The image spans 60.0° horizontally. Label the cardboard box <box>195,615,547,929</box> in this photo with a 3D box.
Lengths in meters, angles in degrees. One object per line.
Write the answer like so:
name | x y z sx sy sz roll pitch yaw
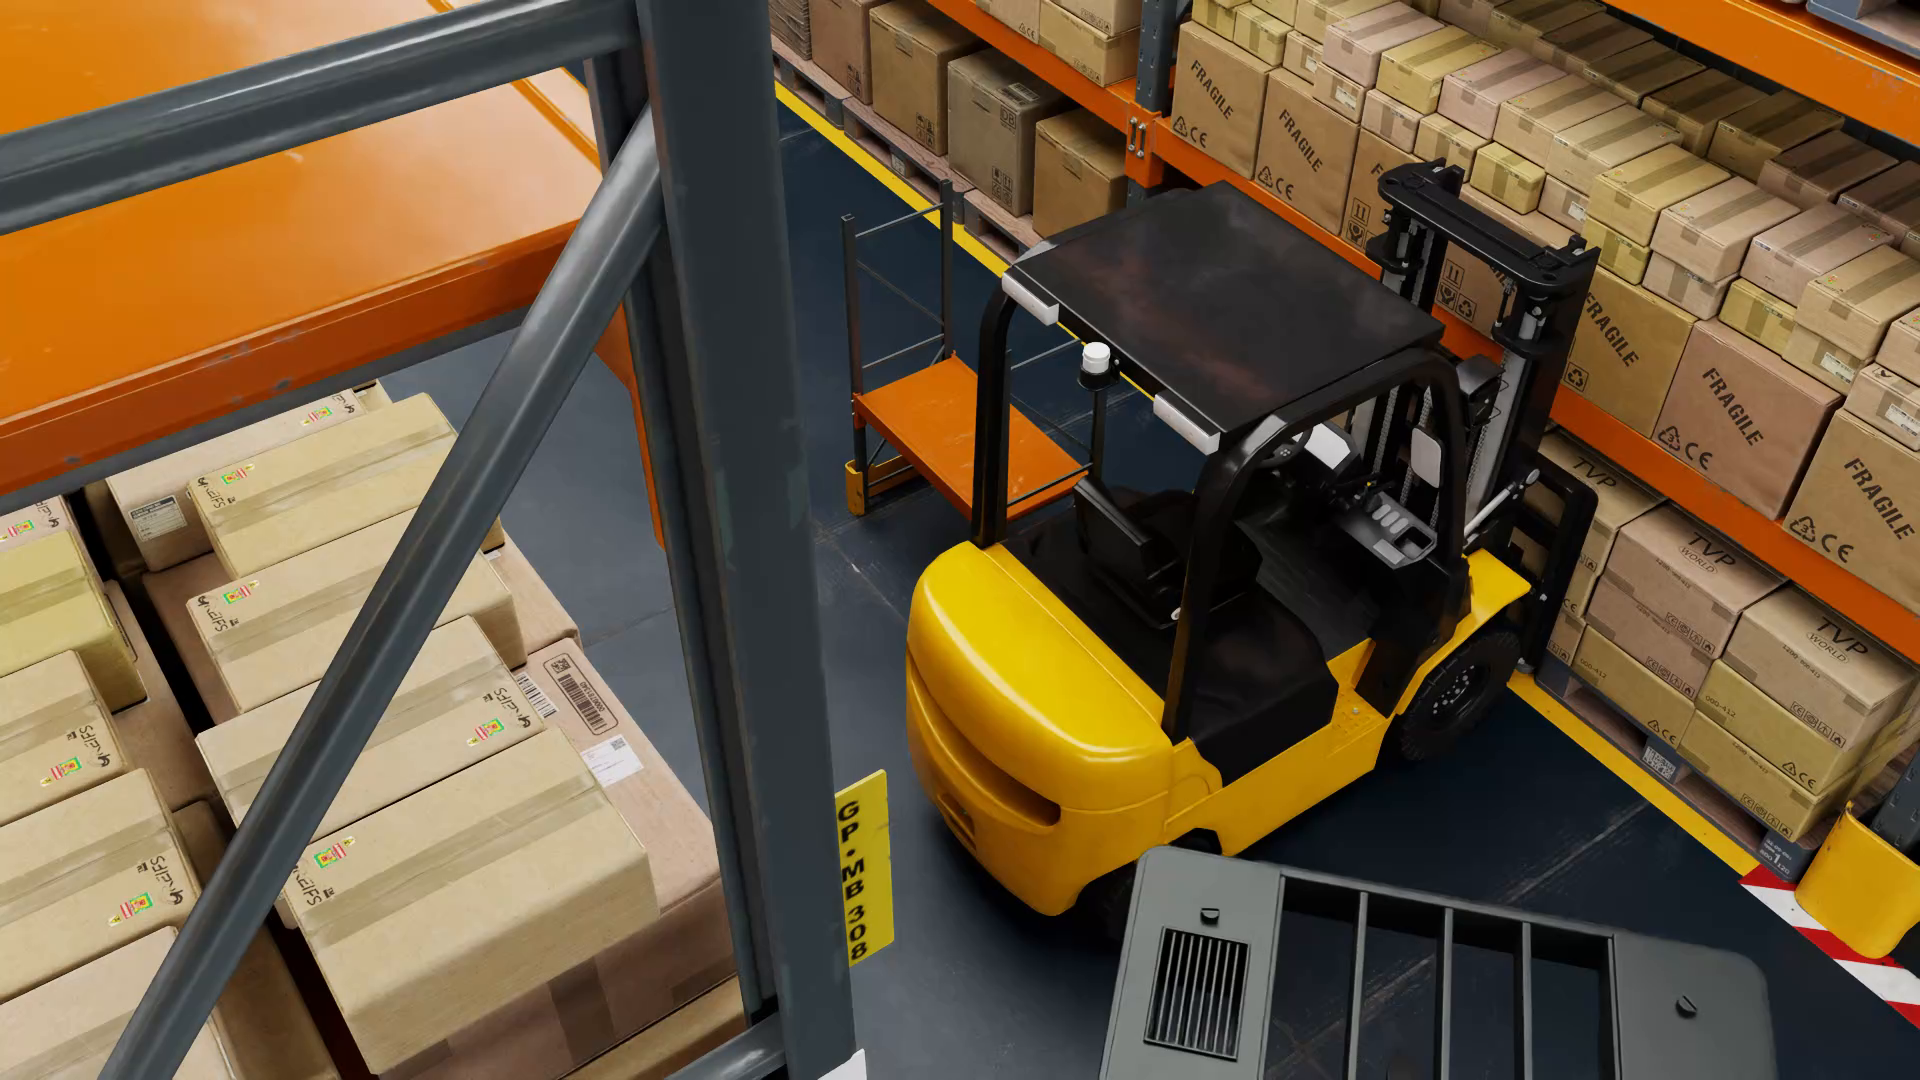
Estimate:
cardboard box | -0.759 0.296 2.190 0.380 0.149 0.250 -26 49 -25

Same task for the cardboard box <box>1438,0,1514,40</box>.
cardboard box | 2.112 -2.128 6.540 0.380 0.149 0.250 -27 50 -25

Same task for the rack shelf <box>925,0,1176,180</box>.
rack shelf | 0.071 -3.104 8.841 1.077 0.370 4.000 -26 49 -24

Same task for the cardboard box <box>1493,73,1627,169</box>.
cardboard box | 2.113 -1.479 5.861 0.380 0.149 0.250 -26 49 -24

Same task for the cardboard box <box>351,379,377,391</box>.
cardboard box | -1.237 -0.324 2.840 0.380 0.149 0.250 -24 49 -23

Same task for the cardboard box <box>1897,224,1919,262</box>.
cardboard box | 3.201 -0.924 5.279 0.380 0.149 0.250 -25 49 -24

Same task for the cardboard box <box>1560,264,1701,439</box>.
cardboard box | 2.423 -0.764 5.797 0.500 0.500 0.500 -27 50 -25

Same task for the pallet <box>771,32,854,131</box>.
pallet | -0.635 -3.006 10.237 1.003 0.211 1.213 -26 49 -24

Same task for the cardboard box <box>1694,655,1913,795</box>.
cardboard box | 2.968 0.544 5.824 0.500 0.250 0.500 -26 50 -25

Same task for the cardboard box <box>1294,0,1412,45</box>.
cardboard box | 1.531 -2.058 6.467 0.380 0.149 0.250 -27 50 -25

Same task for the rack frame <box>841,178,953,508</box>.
rack frame | -0.242 -0.782 6.974 0.500 1.500 0.032 -26 49 -24

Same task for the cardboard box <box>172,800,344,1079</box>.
cardboard box | -1.080 0.676 2.082 0.500 0.250 0.500 -26 50 -25

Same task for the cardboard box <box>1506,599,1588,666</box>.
cardboard box | 2.420 0.163 6.585 0.500 0.250 0.500 -25 49 -24

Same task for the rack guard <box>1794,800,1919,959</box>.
rack guard | 3.517 0.952 5.882 1.175 0.500 0.348 -26 49 -24

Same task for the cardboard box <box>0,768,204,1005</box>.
cardboard box | -1.118 0.479 2.000 0.380 0.149 0.250 -25 49 -24

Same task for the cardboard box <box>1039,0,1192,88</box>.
cardboard box | 0.712 -2.359 7.648 0.500 0.250 0.500 -25 49 -24

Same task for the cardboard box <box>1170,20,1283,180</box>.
cardboard box | 1.254 -1.913 7.000 0.500 0.500 0.500 -27 50 -25

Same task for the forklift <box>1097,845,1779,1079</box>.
forklift | 0.758 1.687 3.352 1.130 2.935 3.031 9 44 9

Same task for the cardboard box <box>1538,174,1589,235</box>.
cardboard box | 2.252 -1.216 5.800 0.380 0.149 0.250 -26 49 -25

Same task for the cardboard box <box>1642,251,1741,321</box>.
cardboard box | 2.482 -0.904 5.473 0.380 0.149 0.250 -27 50 -26

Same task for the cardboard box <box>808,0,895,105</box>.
cardboard box | -0.348 -3.064 9.694 0.875 0.625 0.625 -24 49 -23

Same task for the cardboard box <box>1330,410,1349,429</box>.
cardboard box | 1.806 -0.600 7.022 0.500 0.250 0.500 -26 50 -25

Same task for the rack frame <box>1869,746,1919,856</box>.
rack frame | 3.503 0.034 5.033 1.000 3.000 0.127 -26 49 -24

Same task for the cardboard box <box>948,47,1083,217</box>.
cardboard box | 0.469 -2.258 8.849 0.875 0.625 0.625 -26 50 -25

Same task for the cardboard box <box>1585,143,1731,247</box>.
cardboard box | 2.313 -1.147 5.512 0.380 0.149 0.250 -25 49 -24

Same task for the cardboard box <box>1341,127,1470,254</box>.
cardboard box | 1.857 -1.338 6.398 0.500 0.500 0.500 -26 50 -25

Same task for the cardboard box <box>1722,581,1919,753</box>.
cardboard box | 2.984 0.378 5.636 0.500 0.250 0.500 -24 49 -23

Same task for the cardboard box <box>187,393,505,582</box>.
cardboard box | -0.934 -0.041 2.544 0.380 0.149 0.250 -26 49 -25

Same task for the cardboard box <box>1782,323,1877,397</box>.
cardboard box | 2.806 -0.626 5.182 0.380 0.149 0.250 -25 49 -24

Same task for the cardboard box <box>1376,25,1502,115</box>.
cardboard box | 1.764 -1.736 6.129 0.380 0.149 0.250 -26 50 -25

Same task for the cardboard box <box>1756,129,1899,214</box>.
cardboard box | 2.901 -1.209 5.578 0.380 0.149 0.250 -24 49 -23

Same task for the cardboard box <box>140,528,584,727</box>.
cardboard box | -0.915 0.180 2.601 0.500 0.250 0.500 -26 50 -25

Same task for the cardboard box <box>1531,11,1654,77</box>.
cardboard box | 2.351 -1.810 6.207 0.380 0.149 0.250 -26 50 -25

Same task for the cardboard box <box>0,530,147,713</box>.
cardboard box | -1.382 0.177 2.315 0.380 0.149 0.250 -25 49 -24

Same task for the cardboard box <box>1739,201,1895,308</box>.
cardboard box | 2.705 -0.899 5.253 0.380 0.149 0.250 -25 49 -24

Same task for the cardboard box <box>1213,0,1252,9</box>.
cardboard box | 1.154 -2.312 6.733 0.380 0.149 0.250 -25 49 -24

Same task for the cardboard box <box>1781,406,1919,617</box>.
cardboard box | 3.006 -0.177 5.181 0.500 0.500 0.500 -27 50 -25

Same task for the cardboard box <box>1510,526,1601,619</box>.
cardboard box | 2.378 -0.028 6.423 0.500 0.250 0.500 -27 50 -25

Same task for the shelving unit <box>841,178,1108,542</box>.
shelving unit | 0.044 -0.499 6.678 0.587 1.500 1.083 -26 49 -24

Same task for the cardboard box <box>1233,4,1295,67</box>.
cardboard box | 1.331 -2.071 6.696 0.380 0.149 0.250 -25 49 -24

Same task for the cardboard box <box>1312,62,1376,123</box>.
cardboard box | 1.583 -1.766 6.376 0.380 0.149 0.250 -25 49 -24

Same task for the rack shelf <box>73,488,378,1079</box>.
rack shelf | -1.710 0.040 3.376 1.077 0.370 4.000 -26 49 -24

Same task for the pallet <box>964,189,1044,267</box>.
pallet | 0.761 -1.624 8.789 1.003 0.211 1.213 -26 49 -24

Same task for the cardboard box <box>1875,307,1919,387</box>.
cardboard box | 2.959 -0.591 4.930 0.380 0.149 0.250 -26 49 -24

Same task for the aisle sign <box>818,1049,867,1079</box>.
aisle sign | -0.276 0.970 2.170 0.394 0.787 0.004 -26 49 -24

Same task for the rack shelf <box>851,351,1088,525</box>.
rack shelf | 0.049 -0.364 6.797 0.538 0.185 1.000 -26 49 -24

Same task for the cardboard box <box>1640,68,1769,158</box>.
cardboard box | 2.625 -1.506 5.888 0.380 0.149 0.250 -25 49 -24

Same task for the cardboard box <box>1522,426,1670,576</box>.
cardboard box | 2.390 -0.191 6.232 0.500 0.250 0.500 -25 49 -24

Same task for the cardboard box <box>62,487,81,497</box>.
cardboard box | -1.644 -0.123 2.629 0.380 0.149 0.250 -27 50 -26

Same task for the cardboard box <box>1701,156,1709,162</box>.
cardboard box | 2.664 -1.408 6.001 0.380 0.149 0.250 -26 49 -25

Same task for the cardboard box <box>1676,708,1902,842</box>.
cardboard box | 2.975 0.736 5.985 0.500 0.250 0.500 -25 49 -24

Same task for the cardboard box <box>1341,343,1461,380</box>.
cardboard box | 1.812 -0.781 6.850 0.500 0.250 0.500 -24 49 -23

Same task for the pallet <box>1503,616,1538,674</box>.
pallet | 2.337 -0.064 7.155 1.003 0.211 1.213 -26 49 -24

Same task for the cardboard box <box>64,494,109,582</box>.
cardboard box | -1.667 0.098 2.687 0.500 0.250 0.500 -24 49 -23

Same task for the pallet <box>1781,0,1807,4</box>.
pallet | 2.418 -2.121 5.182 1.003 0.211 1.213 -26 49 -24

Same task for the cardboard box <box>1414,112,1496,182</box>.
cardboard box | 1.890 -1.481 6.078 0.380 0.149 0.250 -27 50 -26

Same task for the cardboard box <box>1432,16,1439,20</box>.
cardboard box | 1.925 -2.140 6.768 0.380 0.149 0.250 -25 49 -23
